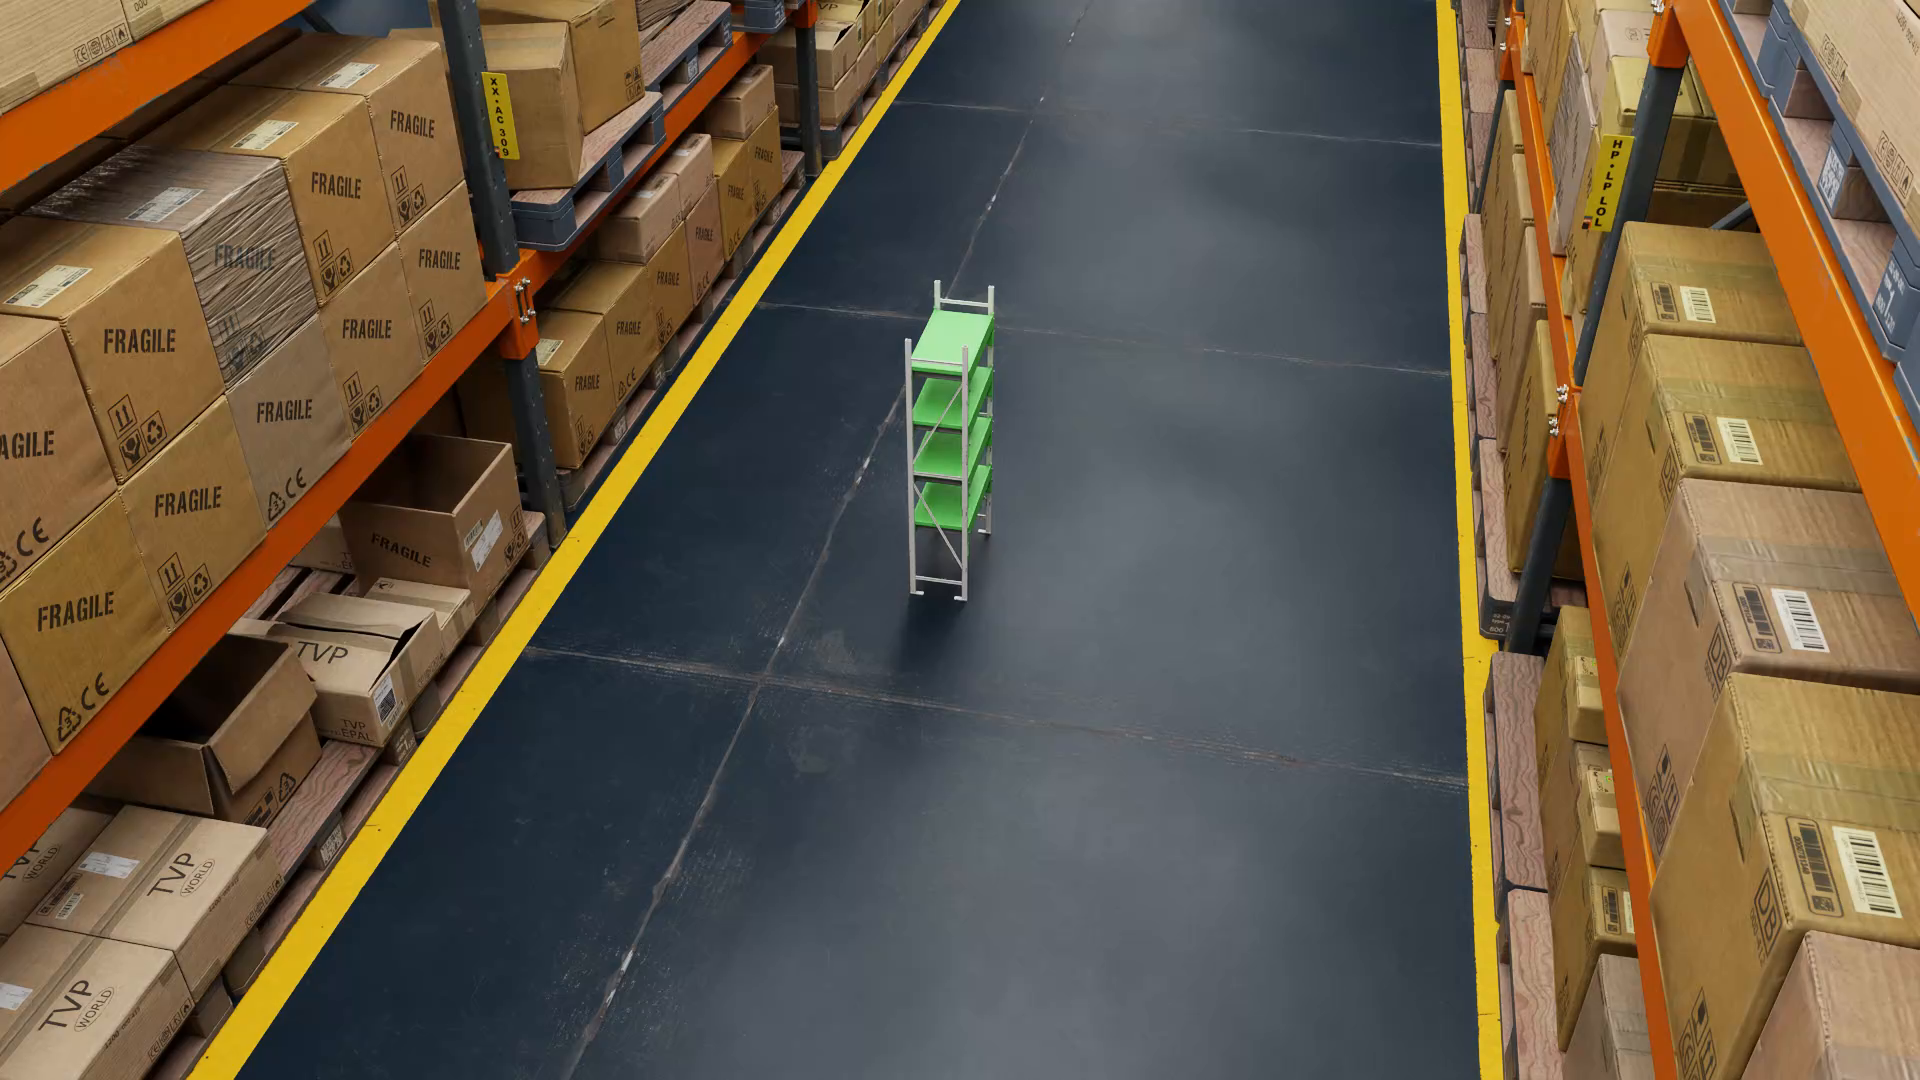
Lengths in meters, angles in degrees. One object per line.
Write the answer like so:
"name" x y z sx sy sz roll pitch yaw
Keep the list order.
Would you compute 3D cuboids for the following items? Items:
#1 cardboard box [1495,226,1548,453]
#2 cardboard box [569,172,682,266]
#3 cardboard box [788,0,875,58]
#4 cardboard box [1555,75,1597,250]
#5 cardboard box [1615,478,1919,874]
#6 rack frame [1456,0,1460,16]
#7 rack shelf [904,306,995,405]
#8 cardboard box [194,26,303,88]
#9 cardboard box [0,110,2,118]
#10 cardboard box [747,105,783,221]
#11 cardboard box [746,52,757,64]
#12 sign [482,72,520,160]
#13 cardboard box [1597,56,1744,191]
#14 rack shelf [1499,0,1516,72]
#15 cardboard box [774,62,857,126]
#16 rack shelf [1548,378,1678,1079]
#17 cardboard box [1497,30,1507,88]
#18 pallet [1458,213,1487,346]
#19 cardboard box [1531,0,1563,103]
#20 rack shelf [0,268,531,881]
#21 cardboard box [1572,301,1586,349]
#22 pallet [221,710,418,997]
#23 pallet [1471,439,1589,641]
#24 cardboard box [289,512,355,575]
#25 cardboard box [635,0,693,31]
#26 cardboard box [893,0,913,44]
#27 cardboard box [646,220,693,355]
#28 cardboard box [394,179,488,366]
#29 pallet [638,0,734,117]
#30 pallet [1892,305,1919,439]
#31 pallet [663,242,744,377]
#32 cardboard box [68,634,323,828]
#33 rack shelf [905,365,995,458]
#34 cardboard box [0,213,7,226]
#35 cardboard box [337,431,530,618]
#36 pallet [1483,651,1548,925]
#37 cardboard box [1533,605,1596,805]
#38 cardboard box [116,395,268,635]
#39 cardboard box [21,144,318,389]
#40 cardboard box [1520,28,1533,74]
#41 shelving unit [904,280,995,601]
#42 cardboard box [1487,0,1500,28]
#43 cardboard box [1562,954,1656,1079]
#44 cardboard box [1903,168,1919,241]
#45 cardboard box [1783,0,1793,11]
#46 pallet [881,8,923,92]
"cardboard box" 2.820 -0.846 7.336 0.750 0.750 0.750 8 37 11
"cardboard box" -1.664 -1.556 7.957 0.500 0.250 0.500 7 37 10
"cardboard box" -0.862 -3.409 10.905 0.500 0.311 0.500 6 36 9
"cardboard box" 2.573 -1.407 6.279 0.500 0.500 0.500 8 37 10
"cardboard box" 2.182 0.376 3.920 0.980 0.700 0.700 6 36 8
"rack frame" 4.330 -5.234 11.916 1.000 3.000 0.127 7 37 10
"rack shelf" -0.035 -0.728 6.523 0.258 0.148 0.480 7 37 10
"cardboard box" -2.595 -1.477 5.795 0.500 0.500 0.500 8 37 11
"cardboard box" -2.491 -0.962 3.593 0.500 0.250 0.500 7 37 10
"cardboard box" -1.335 -2.160 9.430 0.500 0.500 0.500 9 37 12
"cardboard box" -1.493 -3.175 10.582 0.500 0.311 0.500 8 37 11
"sign" -1.687 -1.553 6.100 0.100 0.325 0.005 7 37 10
"cardboard box" 2.471 -1.420 5.659 0.500 0.250 0.500 8 37 11
"rack shelf" 3.903 -3.796 10.545 1.077 0.370 4.000 7 37 10
"cardboard box" -0.966 -2.880 10.653 0.500 0.250 0.500 7 37 10
"rack shelf" 2.194 0.790 4.217 1.077 0.370 4.000 7 37 10
"cardboard box" 3.880 -3.095 10.720 0.700 0.500 0.500 7 37 10
"pallet" 3.233 -1.369 8.959 1.003 0.211 1.213 7 37 10
"cardboard box" 2.894 -2.280 7.484 0.500 0.500 0.500 7 37 10
"rack shelf" -2.646 0.171 5.071 1.077 0.370 4.000 7 37 10
"cardboard box" 2.417 -0.783 5.972 0.380 0.149 0.250 8 37 10
"pallet" -2.625 0.958 5.749 1.003 0.211 1.213 7 37 10
"pallet" 2.712 0.030 7.029 1.003 0.211 1.213 7 37 10
"cardboard box" -2.520 -0.142 6.807 0.500 0.311 0.500 7 37 10
"cardboard box" -1.771 -2.895 8.245 0.700 0.500 0.500 14 38 19
"cardboard box" -0.644 -3.761 11.868 0.500 0.250 0.500 8 37 11
"cardboard box" -1.661 -1.272 8.204 0.500 0.500 0.500 8 37 11
"cardboard box" -2.075 -0.988 5.972 0.500 0.500 0.500 8 37 11
"pallet" -1.776 -2.367 8.123 1.003 0.211 1.213 7 37 10
"pallet" 1.915 0.040 2.158 1.003 0.211 1.213 7 37 10
"pallet" -1.824 -1.310 8.878 1.003 0.211 1.213 7 37 10
"cardboard box" -2.615 0.644 5.558 0.797 0.503 0.637 7 37 10
"rack shelf" -0.035 -0.534 6.664 0.258 0.148 0.480 7 37 10
"cardboard box" -2.924 -0.590 4.571 0.500 0.500 0.500 8 37 11
"cardboard box" -2.064 -0.070 6.546 0.500 0.500 0.500 7 37 10
"pallet" 2.382 0.907 5.818 1.003 0.211 1.213 7 37 10
"cardboard box" 2.361 0.610 5.624 0.700 0.500 0.500 8 37 11
"cardboard box" -2.398 -0.105 4.754 0.500 0.500 0.500 8 37 11
"cardboard box" -2.289 -0.807 4.870 0.500 0.500 0.500 8 37 10
"cardboard box" 2.977 -2.402 8.206 0.380 0.149 0.250 8 37 11
"shelving unit" -0.035 -0.391 6.767 0.258 1.200 0.503 7 37 10
"cardboard box" 4.189 -3.976 11.935 0.700 0.500 0.500 9 37 12
"cardboard box" 2.032 1.498 4.399 0.700 0.500 0.500 6 36 8
"cardboard box" 1.774 -0.471 2.472 0.500 0.250 0.500 6 36 8
"cardboard box" 2.093 -1.359 3.697 0.500 0.250 0.500 7 36 9
"pallet" -0.888 -3.595 12.030 1.003 0.211 1.213 7 37 10
